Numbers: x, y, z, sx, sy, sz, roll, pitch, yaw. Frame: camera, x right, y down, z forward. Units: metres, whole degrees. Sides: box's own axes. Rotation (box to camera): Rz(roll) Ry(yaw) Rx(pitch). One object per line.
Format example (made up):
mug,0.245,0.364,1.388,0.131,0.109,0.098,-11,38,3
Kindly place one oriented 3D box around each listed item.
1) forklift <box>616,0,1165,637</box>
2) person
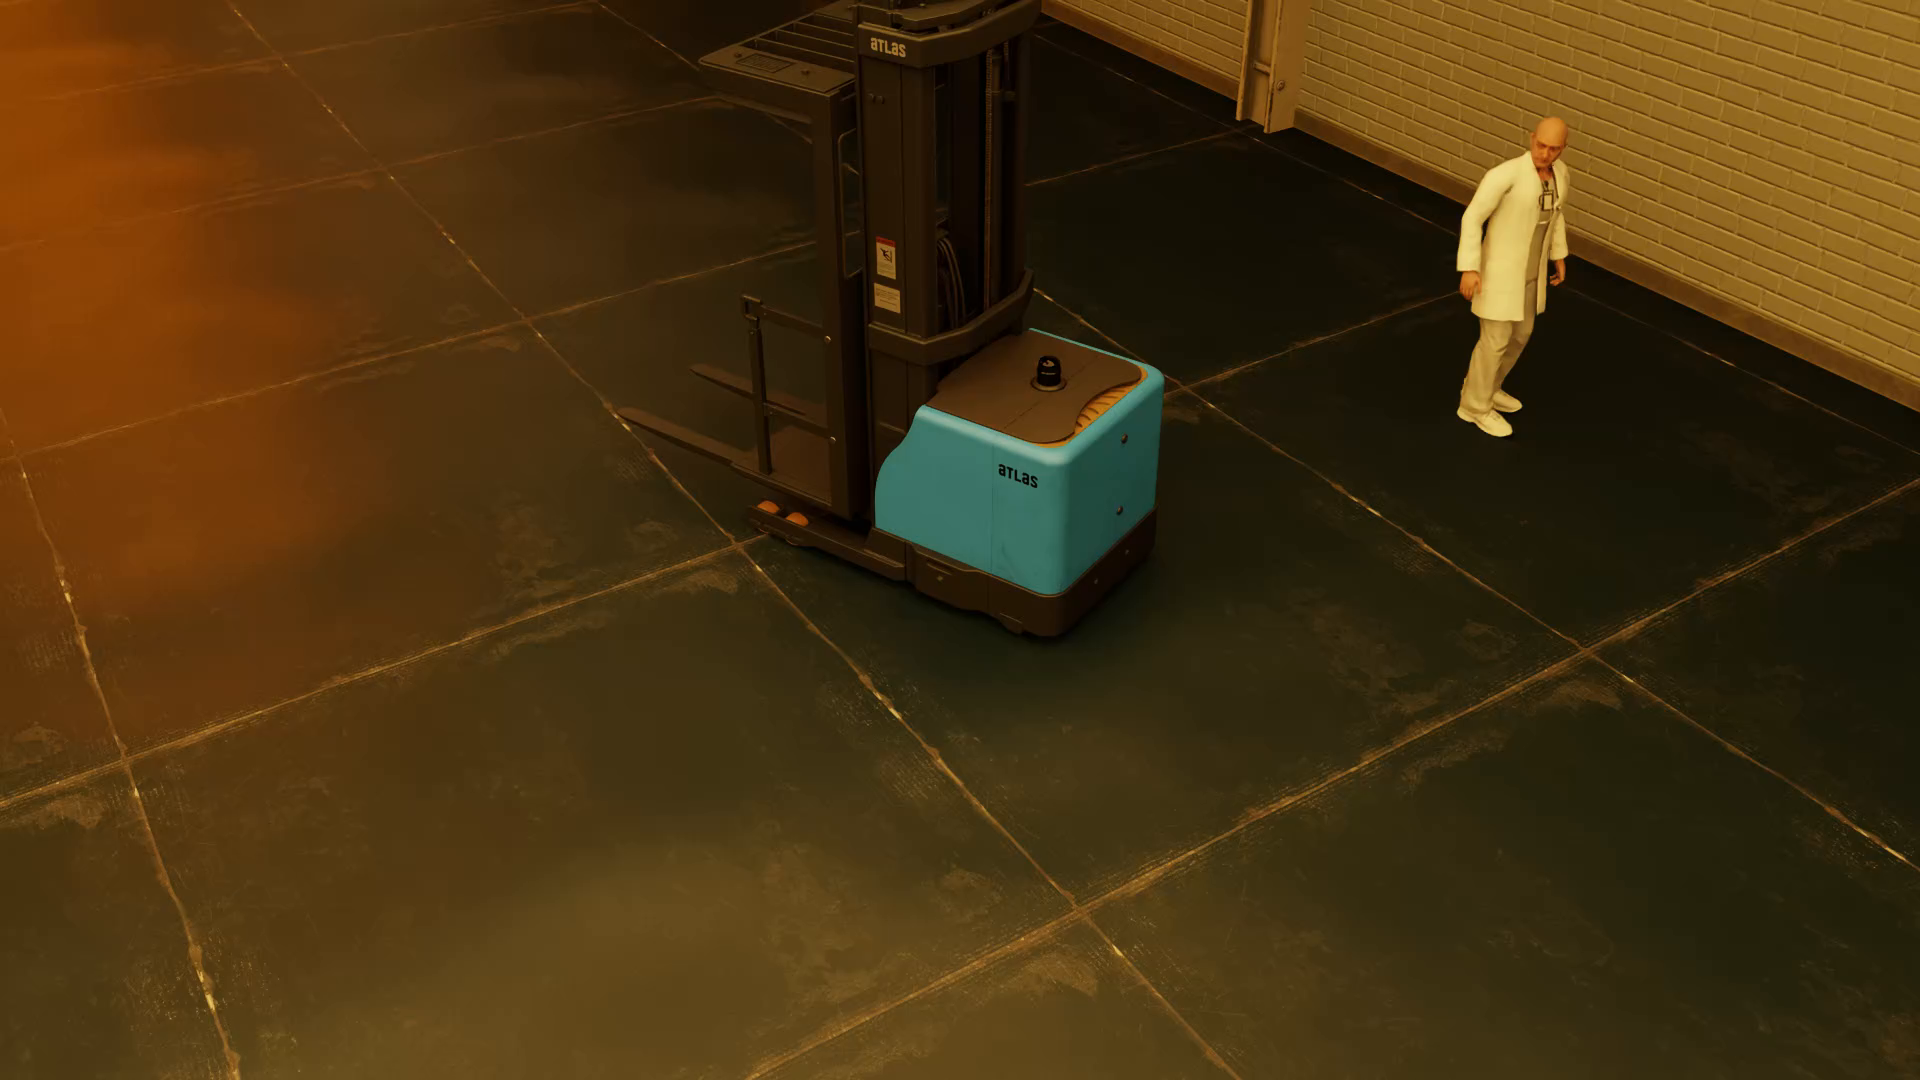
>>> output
forklift,-0.500,-1.399,8.138,3.031,2.935,1.130,22,41,28
person,3.127,-1.472,9.253,0.766,1.770,0.528,-20,40,-26
